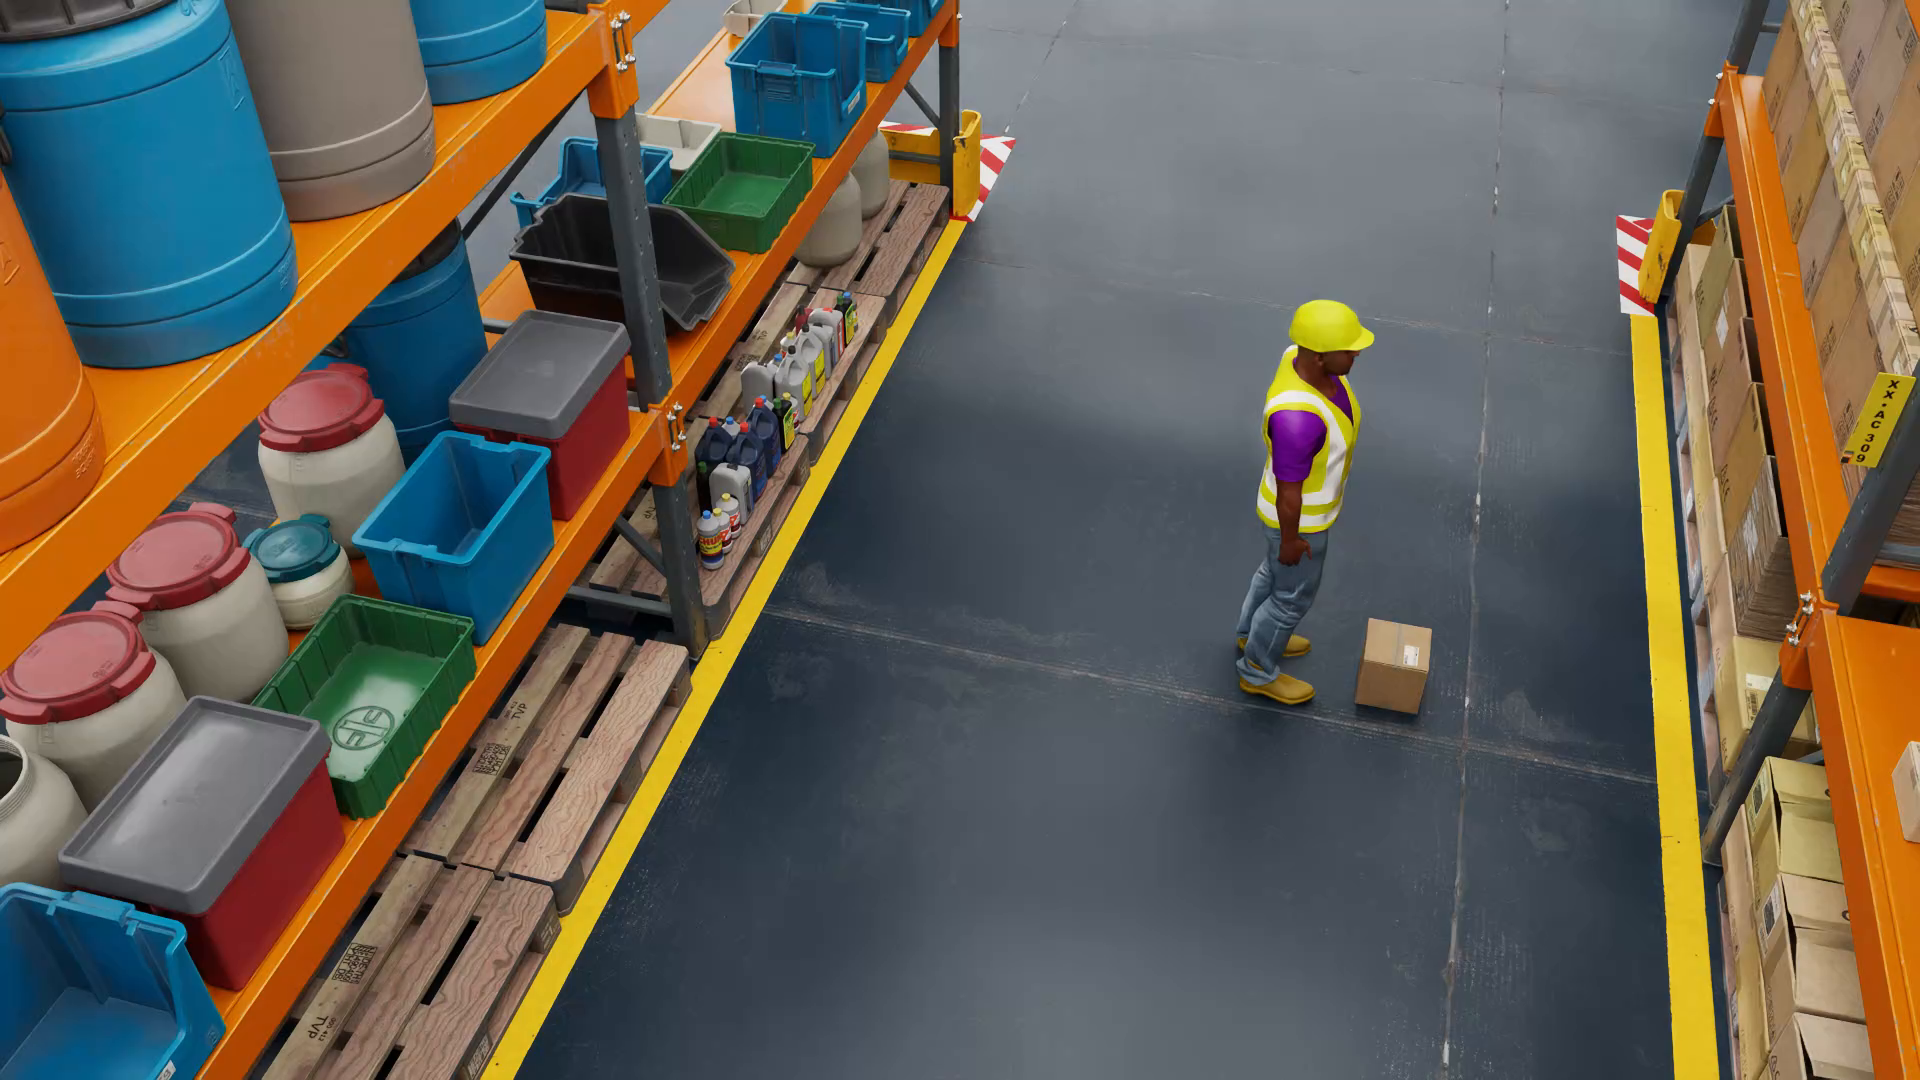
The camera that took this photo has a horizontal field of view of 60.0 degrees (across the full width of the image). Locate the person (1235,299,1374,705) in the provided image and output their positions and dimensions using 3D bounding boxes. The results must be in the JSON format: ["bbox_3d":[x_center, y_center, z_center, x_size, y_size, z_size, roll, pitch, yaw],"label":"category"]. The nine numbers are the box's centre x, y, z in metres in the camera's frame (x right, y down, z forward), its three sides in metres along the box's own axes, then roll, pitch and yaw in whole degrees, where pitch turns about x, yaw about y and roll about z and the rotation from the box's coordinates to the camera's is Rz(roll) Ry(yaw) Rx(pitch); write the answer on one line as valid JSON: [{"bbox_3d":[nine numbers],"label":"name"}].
[{"bbox_3d":[1.298,-0.143,6.315,0.373,1.771,0.565,11,42,12],"label":"person"}]
